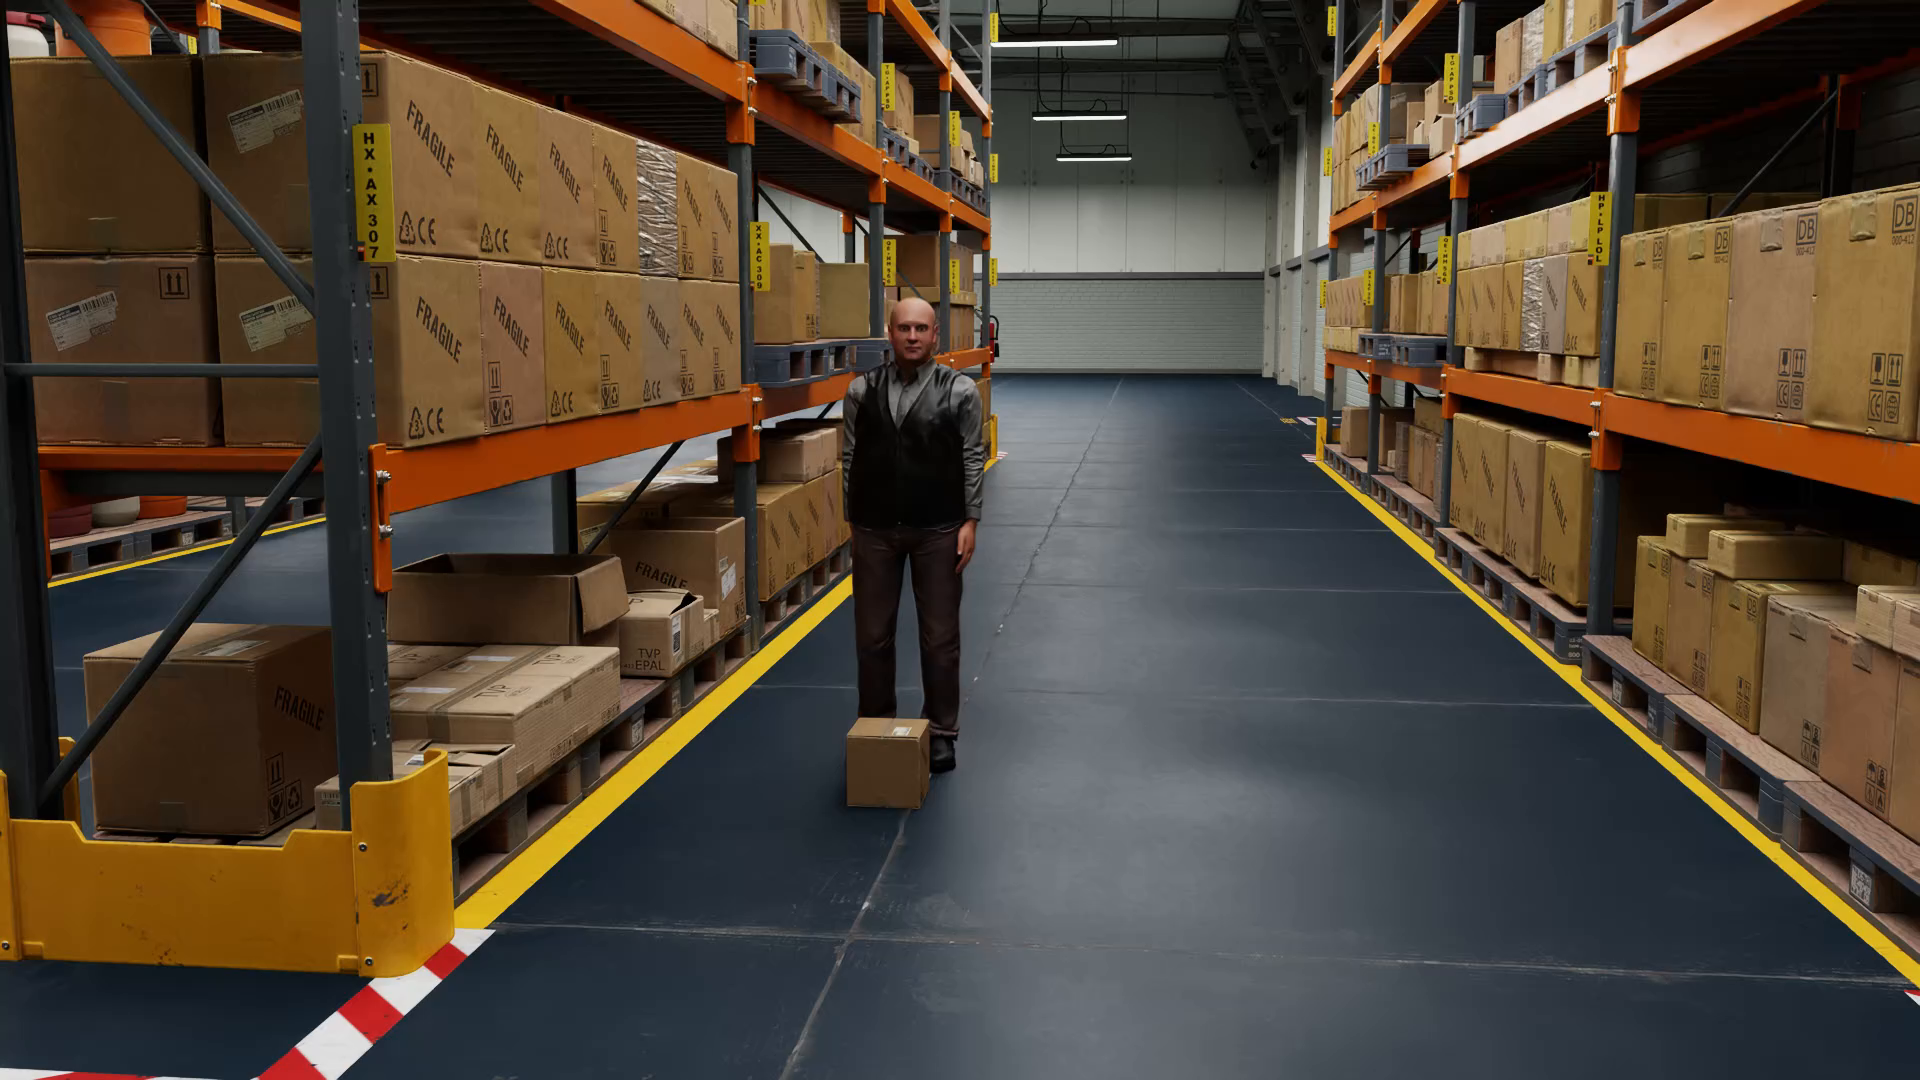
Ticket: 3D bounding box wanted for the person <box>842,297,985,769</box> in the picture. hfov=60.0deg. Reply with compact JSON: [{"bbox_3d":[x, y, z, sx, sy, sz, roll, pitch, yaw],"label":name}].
[{"bbox_3d":[-0.175,-0.023,6.095,0.532,1.719,0.360,1,8,7],"label":"person"}]
